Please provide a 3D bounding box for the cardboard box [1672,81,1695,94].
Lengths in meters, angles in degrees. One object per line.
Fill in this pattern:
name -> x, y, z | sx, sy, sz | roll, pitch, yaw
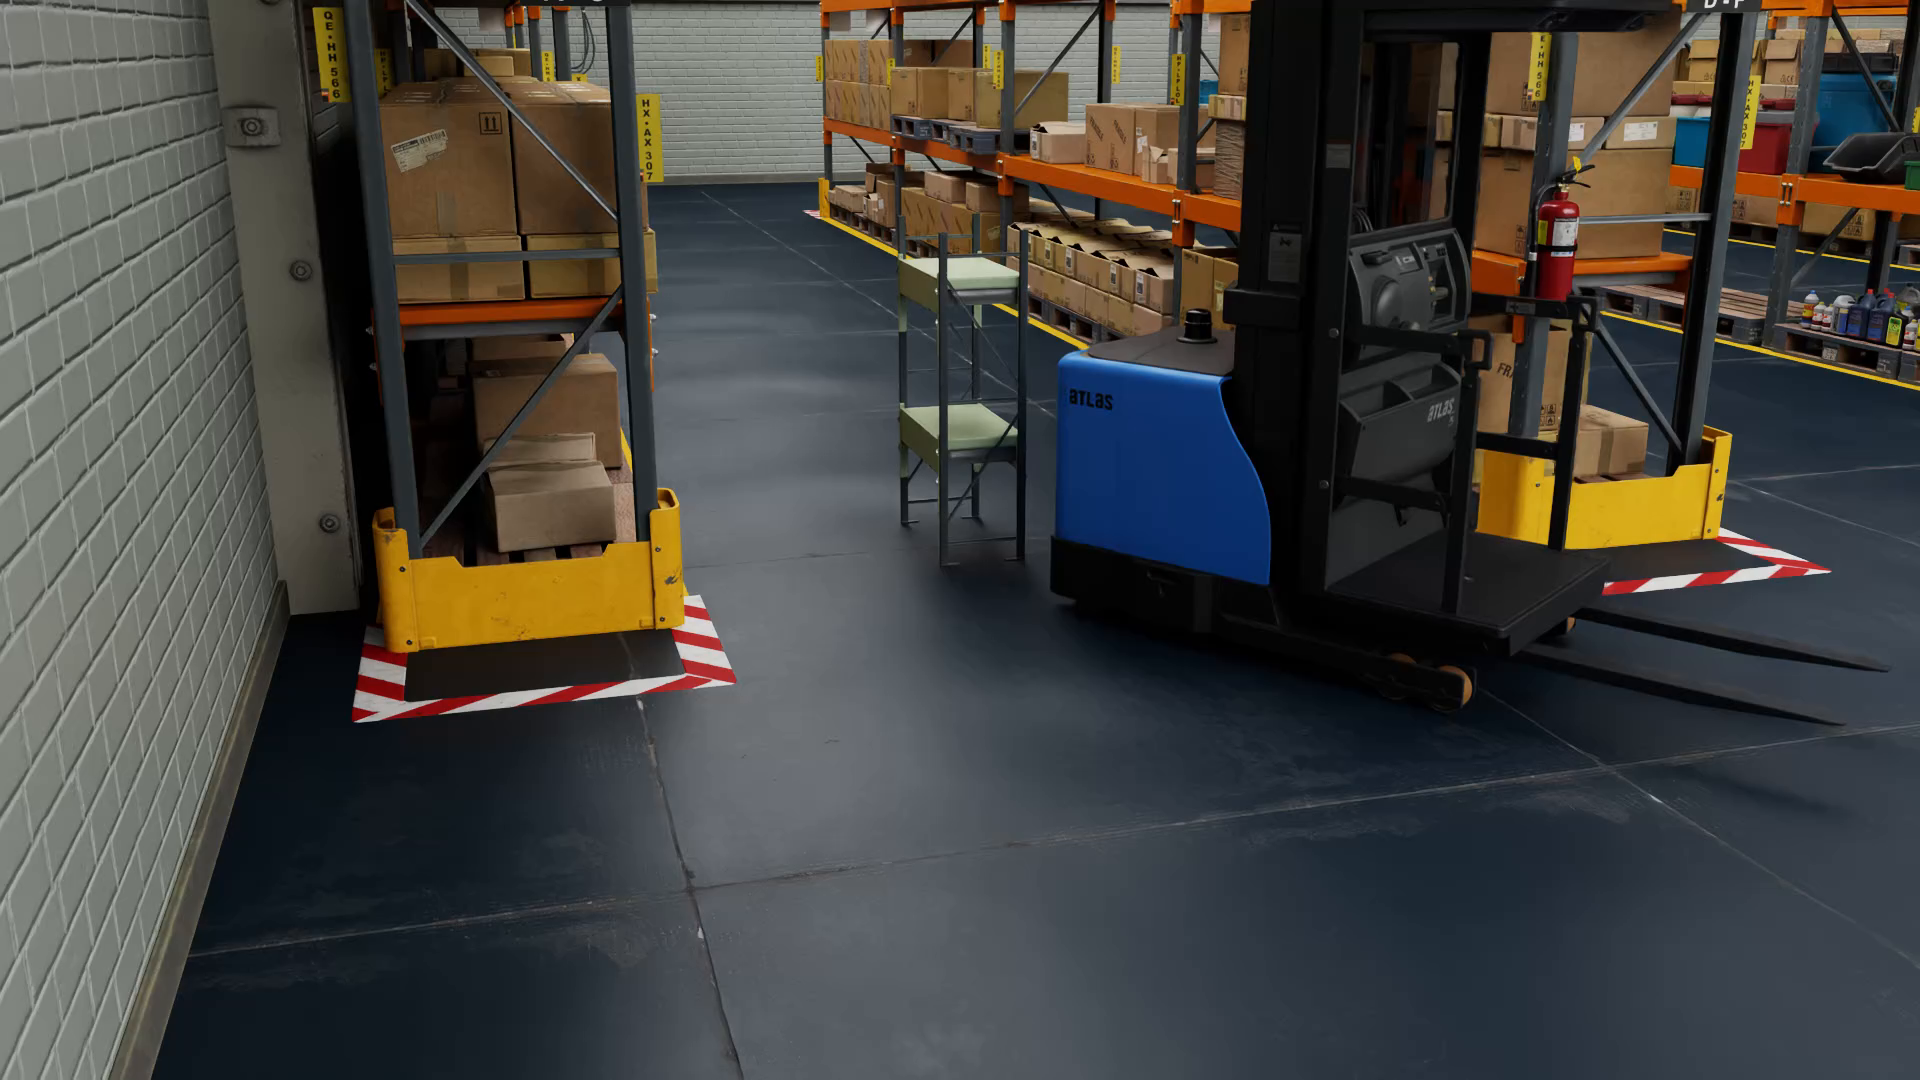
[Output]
cardboard box -> 9.173, -5.459, 20.739 | 0.500, 0.500, 0.500 | -5, 17, -15

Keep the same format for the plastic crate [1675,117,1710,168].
plastic crate -> 6.121, -3.227, 13.508 | 0.392, 0.384, 0.575 | -5, 17, -15

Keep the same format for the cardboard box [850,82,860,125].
cardboard box -> -1.052, -5.367, 20.432 | 0.500, 0.500, 0.500 | -4, 17, -15

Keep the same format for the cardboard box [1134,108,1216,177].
cardboard box -> 1.620, -2.971, 12.454 | 0.500, 0.500, 0.500 | -3, 17, -11

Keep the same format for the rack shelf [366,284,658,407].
rack shelf -> -2.252, -1.273, 8.226 | 1.077, 0.370, 4.000 | -5, 17, -15

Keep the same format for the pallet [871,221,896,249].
pallet -> -0.427, -3.631, 19.672 | 1.003, 0.211, 1.213 | -5, 17, -15

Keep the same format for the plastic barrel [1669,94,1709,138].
plastic barrel -> 6.351, -3.624, 14.565 | 0.433, 0.535, 0.433 | 0, 17, 0

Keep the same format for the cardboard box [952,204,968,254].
cardboard box -> 0.236, -3.067, 16.528 | 0.500, 0.500, 0.500 | -5, 18, -17

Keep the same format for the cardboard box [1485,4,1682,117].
cardboard box -> 2.929, -2.271, 7.869 | 0.700, 0.500, 0.500 | -5, 17, -15

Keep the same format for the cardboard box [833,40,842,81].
cardboard box -> -1.319, -6.122, 21.206 | 0.500, 0.500, 0.500 | -5, 17, -15

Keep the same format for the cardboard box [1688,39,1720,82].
cardboard box -> 9.471, -5.911, 20.498 | 0.797, 0.503, 0.637 | -5, 17, -17

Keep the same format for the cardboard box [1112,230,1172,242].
cardboard box -> 1.526, -2.414, 13.850 | 0.500, 0.311, 0.500 | -5, 17, -16

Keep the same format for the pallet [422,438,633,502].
pallet -> -2.245, -0.314, 8.631 | 1.003, 0.211, 1.213 | -5, 17, -15

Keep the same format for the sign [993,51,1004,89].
sign -> 0.341, -4.141, 14.648 | 0.100, 0.325, 0.005 | -5, 17, -15

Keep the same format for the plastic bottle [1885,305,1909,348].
plastic bottle -> 6.604, -1.506, 11.710 | 0.061, 0.283, 0.133 | -4, 17, -13

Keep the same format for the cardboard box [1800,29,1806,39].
cardboard box -> 12.998, -7.414, 24.991 | 0.500, 0.500, 0.500 | -4, 17, -14

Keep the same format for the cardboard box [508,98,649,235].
cardboard box -> -1.545, -1.517, 6.711 | 0.500, 0.500, 0.500 | -5, 17, -15

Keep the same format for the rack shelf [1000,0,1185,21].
rack shelf -> 1.410, -4.209, 12.785 | 1.077, 0.370, 4.000 | -5, 17, -15

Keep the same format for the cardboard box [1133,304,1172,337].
cardboard box -> 1.567, -1.539, 11.912 | 0.500, 0.250, 0.500 | -5, 17, -16

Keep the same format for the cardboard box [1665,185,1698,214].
cardboard box -> 9.482, -4.566, 20.904 | 1.225, 0.875, 0.875 | -5, 17, -15

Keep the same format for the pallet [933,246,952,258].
pallet -> 0.360, -2.881, 17.175 | 1.003, 0.211, 1.213 | -5, 17, -15

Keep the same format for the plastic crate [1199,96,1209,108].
plastic crate -> 3.358, -5.945, 22.717 | 0.416, 0.233, 0.300 | -5, 17, -15

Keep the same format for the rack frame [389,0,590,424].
rack frame -> -2.802, -2.171, 9.964 | 1.000, 3.000, 0.127 | -5, 17, -15

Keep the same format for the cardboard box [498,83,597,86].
cardboard box -> -2.232, -2.224, 9.063 | 0.500, 0.500, 0.500 | -5, 17, -16

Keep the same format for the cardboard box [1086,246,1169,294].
cardboard box -> 1.289, -2.087, 12.761 | 0.500, 0.311, 0.500 | -5, 17, -15

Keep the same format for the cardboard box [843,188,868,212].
cardboard box -> -1.186, -4.327, 21.158 | 0.500, 0.250, 0.500 | -5, 17, -15

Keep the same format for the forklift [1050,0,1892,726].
forklift -> 1.836, -0.960, 6.055 | 3.031, 2.935, 1.130 | 13, 21, 38

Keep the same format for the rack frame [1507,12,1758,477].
rack frame -> 3.059, -1.457, 7.588 | 1.000, 3.000, 0.127 | -5, 17, -15

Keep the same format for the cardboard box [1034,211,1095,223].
cardboard box -> 1.010, -2.832, 15.746 | 0.500, 0.500, 0.500 | -4, 17, -13

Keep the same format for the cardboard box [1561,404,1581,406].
cardboard box -> 2.985, -0.645, 8.935 | 0.500, 0.250, 0.500 | -5, 17, -15

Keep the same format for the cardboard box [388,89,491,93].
cardboard box -> -2.450, -1.897, 7.975 | 0.500, 0.500, 0.500 | -4, 17, -14

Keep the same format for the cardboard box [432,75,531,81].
cardboard box -> -3.763, -3.407, 13.140 | 0.700, 0.500, 0.500 | -7, 18, -22

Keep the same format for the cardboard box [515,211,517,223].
cardboard box -> -1.688, -1.305, 7.307 | 0.500, 0.250, 0.500 | -5, 18, -17

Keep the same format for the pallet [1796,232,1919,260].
pallet -> 10.242, -3.341, 18.706 | 1.003, 0.211, 1.213 | -5, 17, -15

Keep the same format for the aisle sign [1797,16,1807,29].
aisle sign -> 13.253, -8.318, 25.910 | 0.394, 0.787, 0.004 | -5, 17, -15

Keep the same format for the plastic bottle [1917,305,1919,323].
plastic bottle -> 7.095, -1.633, 12.145 | 0.152, 0.276, 0.135 | -5, 17, -15

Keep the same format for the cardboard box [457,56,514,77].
cardboard box -> -3.675, -3.666, 12.875 | 0.380, 0.149, 0.250 | -8, 18, -24

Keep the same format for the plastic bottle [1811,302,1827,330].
plastic bottle -> 6.418, -1.674, 12.409 | 0.097, 0.201, 0.097 | 0, 17, 0

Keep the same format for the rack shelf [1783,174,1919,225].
rack shelf -> 7.273, -2.056, 10.834 | 1.077, 0.370, 4.000 | -5, 17, -15

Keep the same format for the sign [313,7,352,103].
sign -> -2.242, -1.732, 5.941 | 0.100, 0.325, 0.005 | -5, 17, -15

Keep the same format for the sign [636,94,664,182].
sign -> -1.181, -1.522, 6.299 | 0.100, 0.325, 0.005 | -5, 17, -15

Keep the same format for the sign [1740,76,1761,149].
sign -> 3.594, -1.952, 7.593 | 0.100, 0.325, 0.005 | -5, 17, -15

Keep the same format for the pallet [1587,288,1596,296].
pallet -> 5.800, -2.508, 15.933 | 1.003, 0.211, 1.213 | -5, 17, -15

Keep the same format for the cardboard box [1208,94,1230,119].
cardboard box -> 1.847, -2.832, 10.866 | 0.380, 0.149, 0.250 | -5, 17, -15

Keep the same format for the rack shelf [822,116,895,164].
rack shelf -> -0.788, -4.985, 20.584 | 1.077, 0.370, 4.000 | -5, 17, -15

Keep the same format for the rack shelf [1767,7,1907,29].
rack shelf -> 13.534, -7.568, 23.968 | 1.077, 0.370, 4.000 | -5, 17, -15

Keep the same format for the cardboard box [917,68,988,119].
cardboard box -> -0.074, -4.691, 17.452 | 0.700, 0.500, 0.500 | -2, 17, -6

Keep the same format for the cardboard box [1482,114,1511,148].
cardboard box -> 2.698, -1.978, 8.023 | 0.380, 0.149, 0.250 | -4, 17, -14

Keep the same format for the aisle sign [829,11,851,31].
aisle sign -> -1.639, -7.123, 21.933 | 0.394, 0.787, 0.004 | -5, 17, -15

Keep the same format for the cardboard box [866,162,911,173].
cardboard box -> -0.952, -4.765, 22.182 | 0.500, 0.500, 0.500 | -5, 17, -15

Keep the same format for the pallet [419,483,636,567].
pallet -> -1.913, 0.023, 7.510 | 1.003, 0.211, 1.213 | -5, 17, -15

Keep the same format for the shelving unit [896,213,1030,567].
shelving unit -> 0.002, -0.716, 7.730 | 0.431, 1.500, 0.755 | -5, 17, -15

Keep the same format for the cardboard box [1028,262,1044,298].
cardboard box -> 0.861, -2.247, 14.268 | 0.500, 0.250, 0.500 | -5, 17, -17

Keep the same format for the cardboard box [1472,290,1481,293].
cardboard box -> 2.837, -1.142, 9.285 | 0.500, 0.500, 0.500 | -5, 17, -15

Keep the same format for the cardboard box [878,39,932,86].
cardboard box -> -0.627, -5.422, 18.878 | 0.500, 0.500, 0.500 | -5, 17, -15

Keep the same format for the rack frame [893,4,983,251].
rack frame -> -0.239, -4.776, 18.639 | 1.000, 3.000, 0.127 | -5, 17, -15

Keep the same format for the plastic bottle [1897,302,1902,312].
plastic bottle -> 6.702, -1.571, 11.947 | 0.097, 0.271, 0.097 | 0, 17, 0
